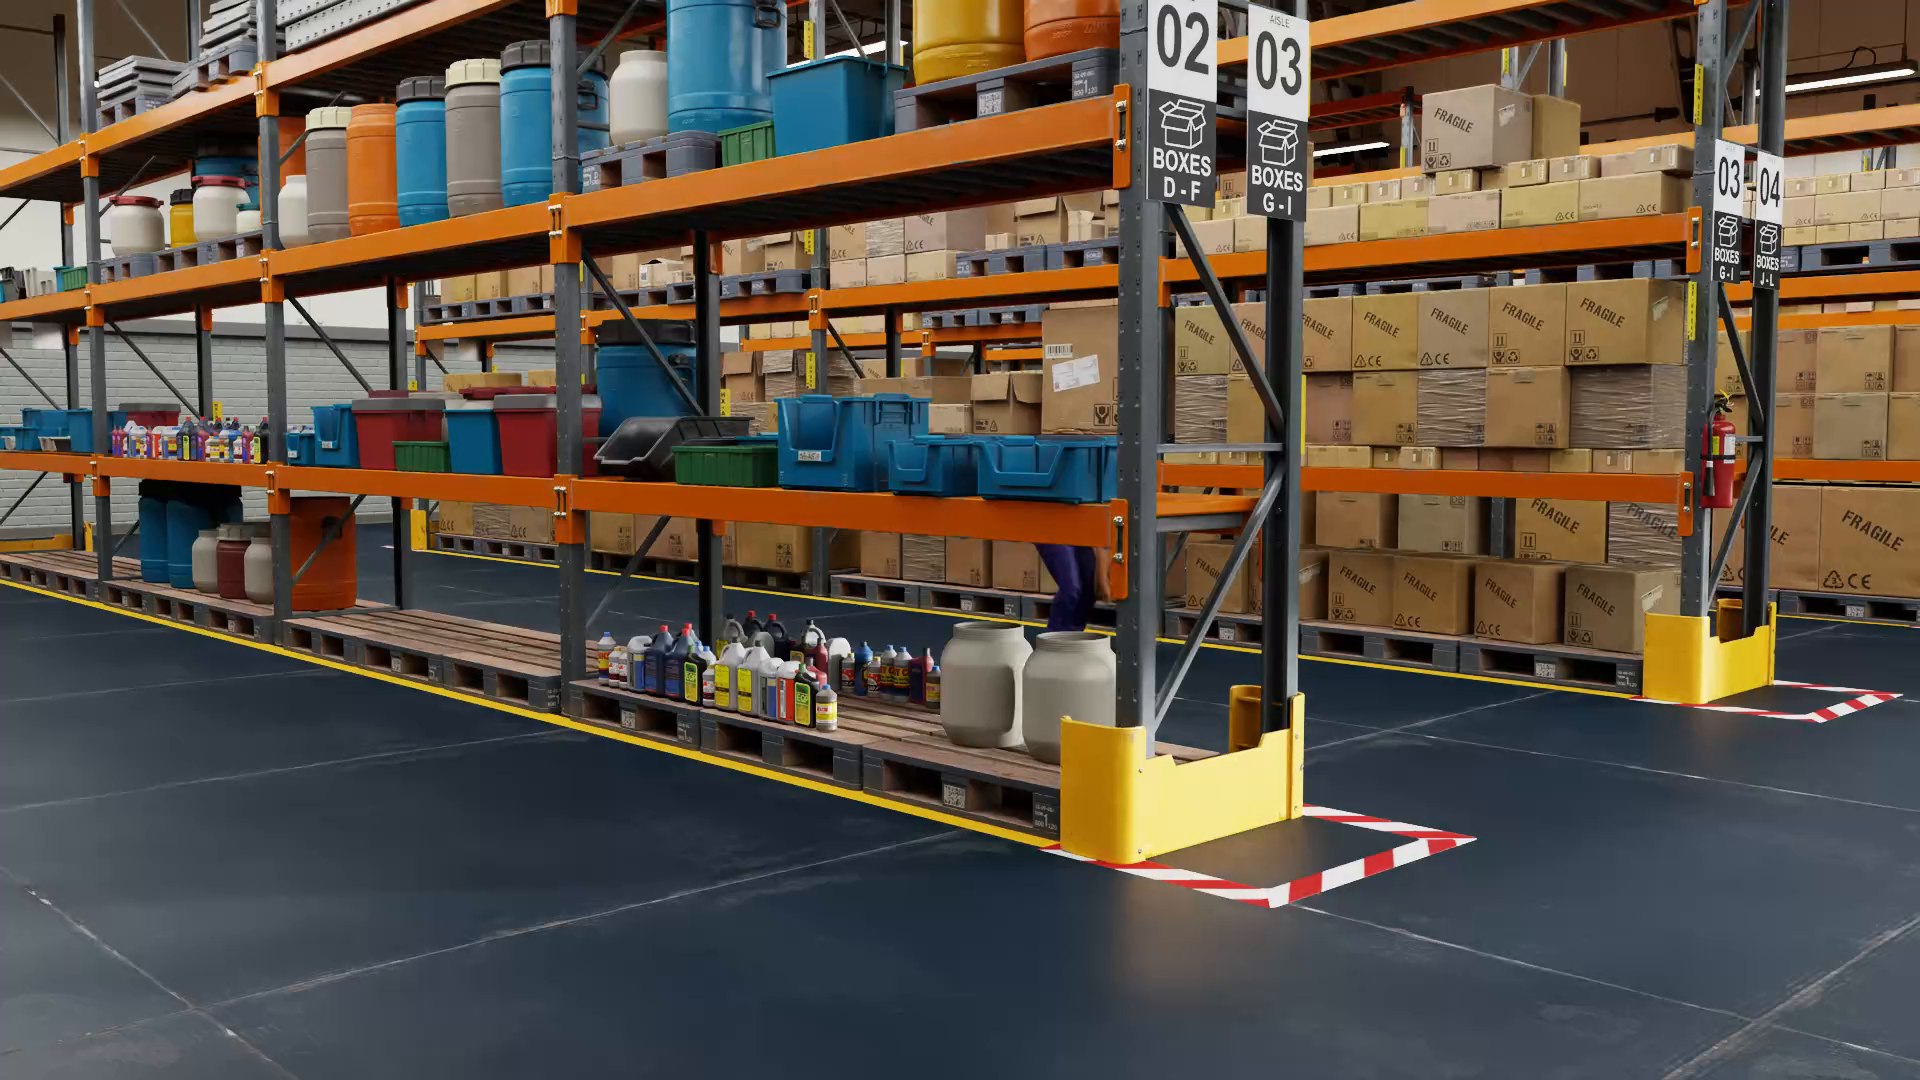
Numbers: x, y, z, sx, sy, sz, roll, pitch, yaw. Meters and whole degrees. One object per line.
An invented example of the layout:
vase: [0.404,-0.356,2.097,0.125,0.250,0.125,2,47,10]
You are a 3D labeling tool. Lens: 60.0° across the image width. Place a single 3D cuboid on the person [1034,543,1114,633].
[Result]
person: [0.956,0.197,11.597,0.874,1.199,0.464,2,5,28]
